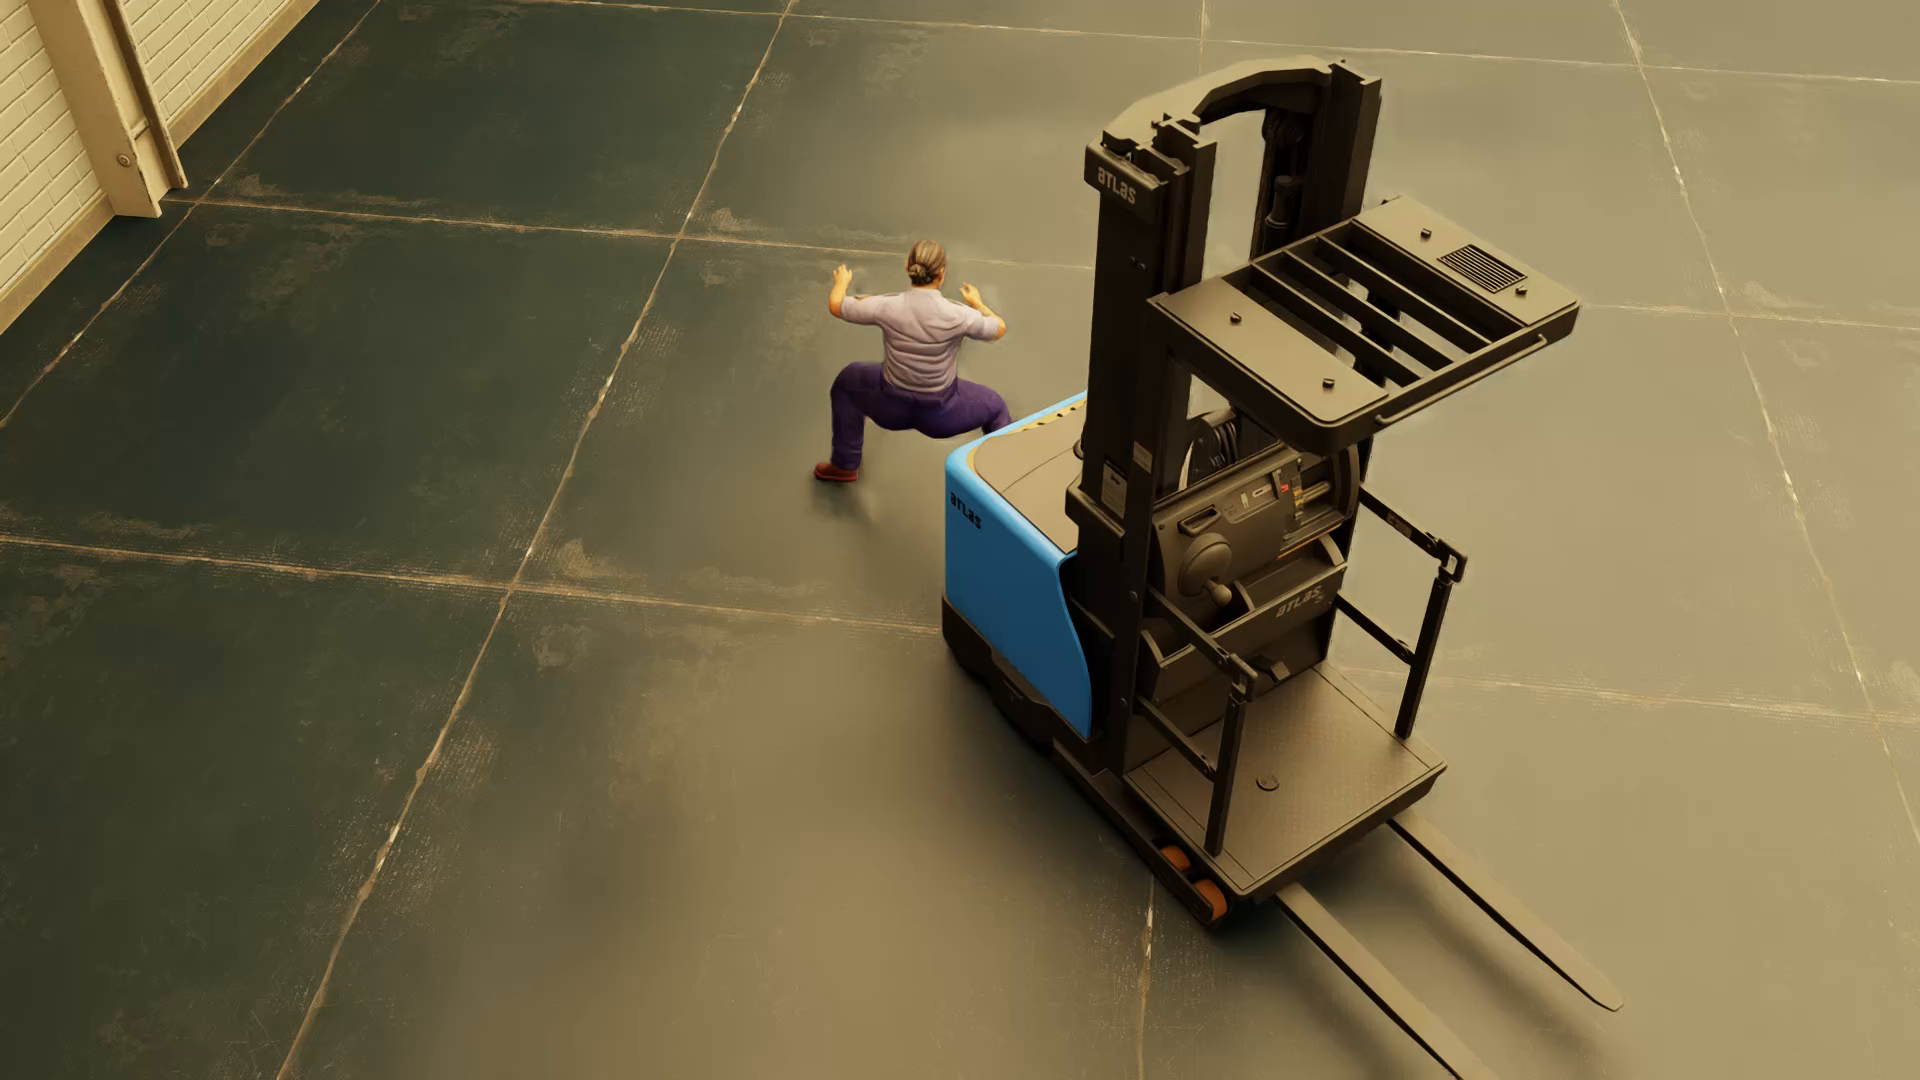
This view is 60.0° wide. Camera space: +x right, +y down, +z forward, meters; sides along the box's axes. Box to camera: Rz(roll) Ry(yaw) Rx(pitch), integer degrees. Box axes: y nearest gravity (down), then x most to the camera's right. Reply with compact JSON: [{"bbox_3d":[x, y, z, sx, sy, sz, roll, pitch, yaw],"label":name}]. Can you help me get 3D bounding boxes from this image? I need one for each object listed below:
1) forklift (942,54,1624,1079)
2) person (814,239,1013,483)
[{"bbox_3d":[1.179,-0.008,5.733,1.130,2.935,3.031,-25,48,-25],"label":"forklift"},{"bbox_3d":[-0.167,-0.806,7.714,1.105,1.426,0.660,8,43,8],"label":"person"}]
